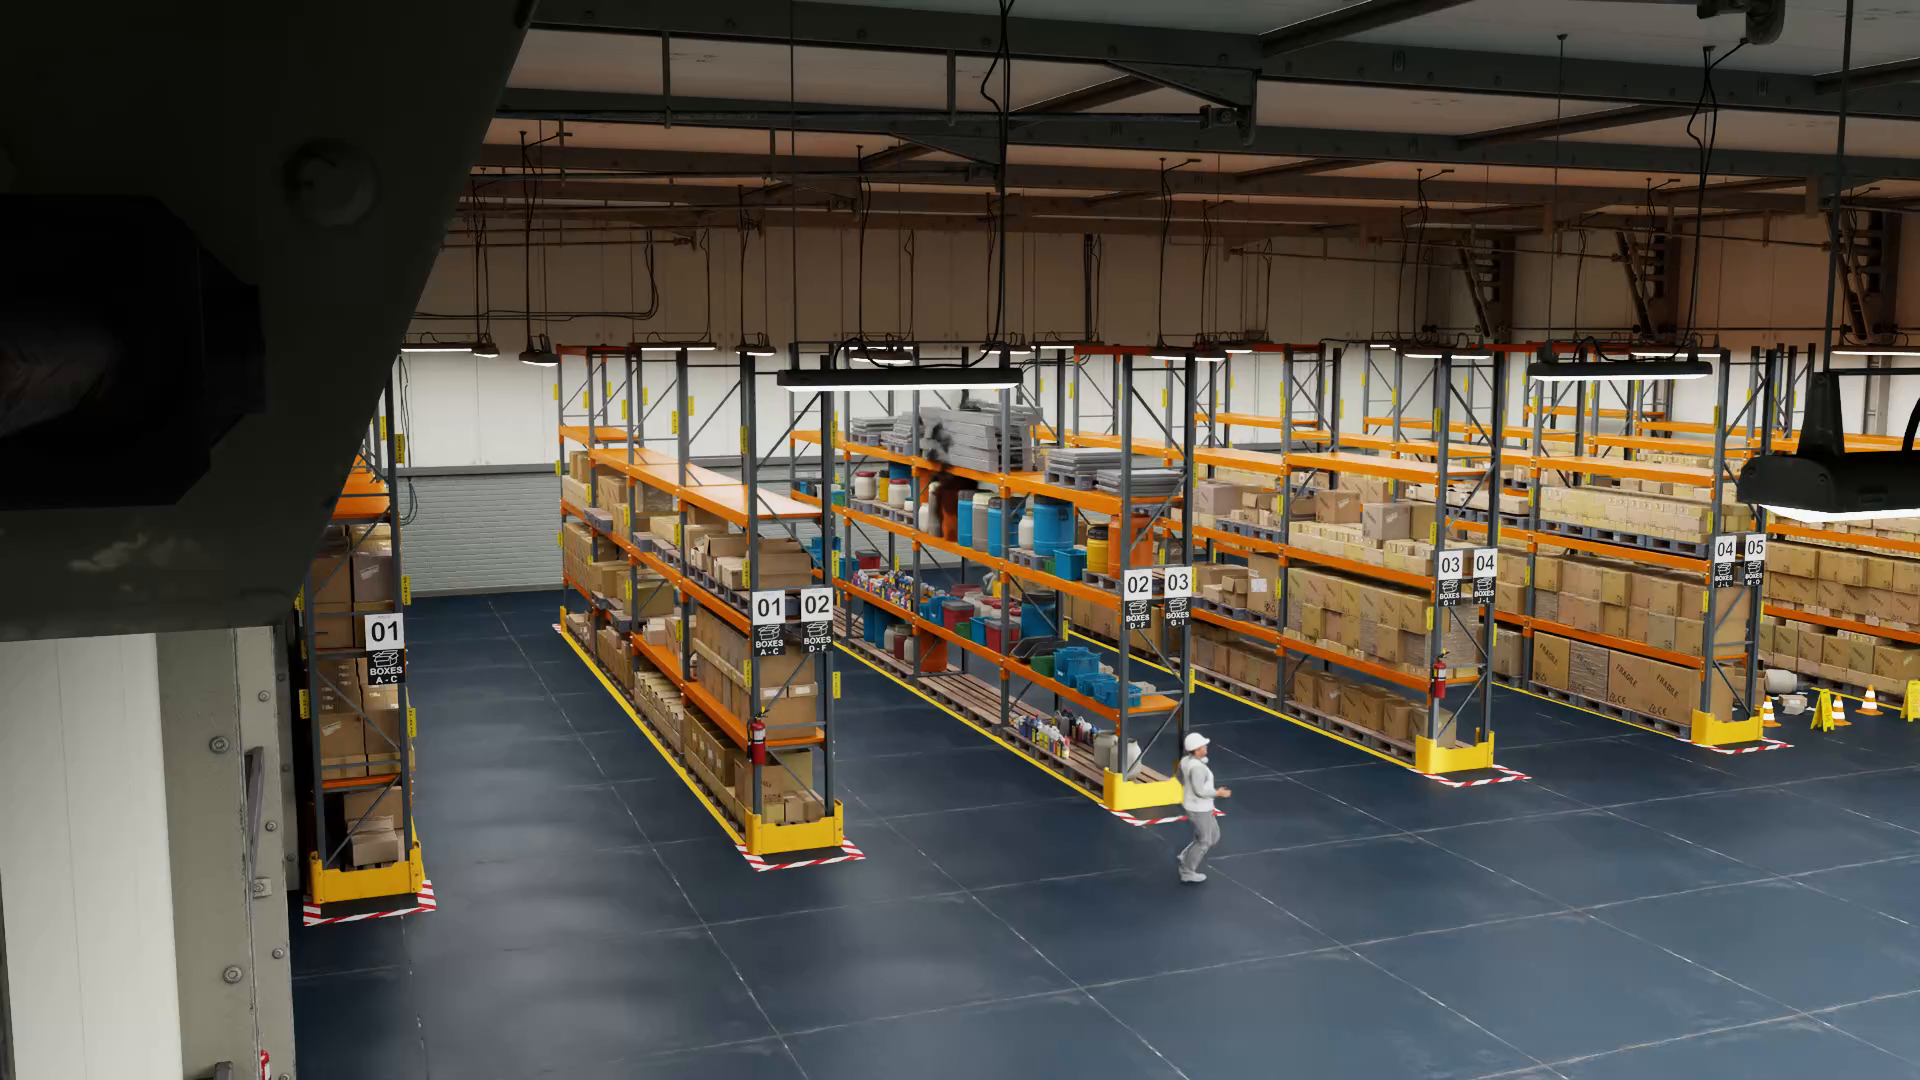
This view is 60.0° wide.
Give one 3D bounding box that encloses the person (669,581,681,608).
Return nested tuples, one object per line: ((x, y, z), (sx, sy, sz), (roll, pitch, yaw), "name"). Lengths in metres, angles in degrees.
((-5.919, 1.009, 35.185), (0.706, 1.721, 0.613), (-6, 9, -39), "person")

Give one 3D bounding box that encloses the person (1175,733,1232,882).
((2.793, 3.050, 19.044), (0.590, 1.727, 0.648), (0, 7, -1), "person")

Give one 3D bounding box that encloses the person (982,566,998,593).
((0.816, 0.430, 39.736), (0.560, 1.714, 0.661), (0, 7, 1), "person")
